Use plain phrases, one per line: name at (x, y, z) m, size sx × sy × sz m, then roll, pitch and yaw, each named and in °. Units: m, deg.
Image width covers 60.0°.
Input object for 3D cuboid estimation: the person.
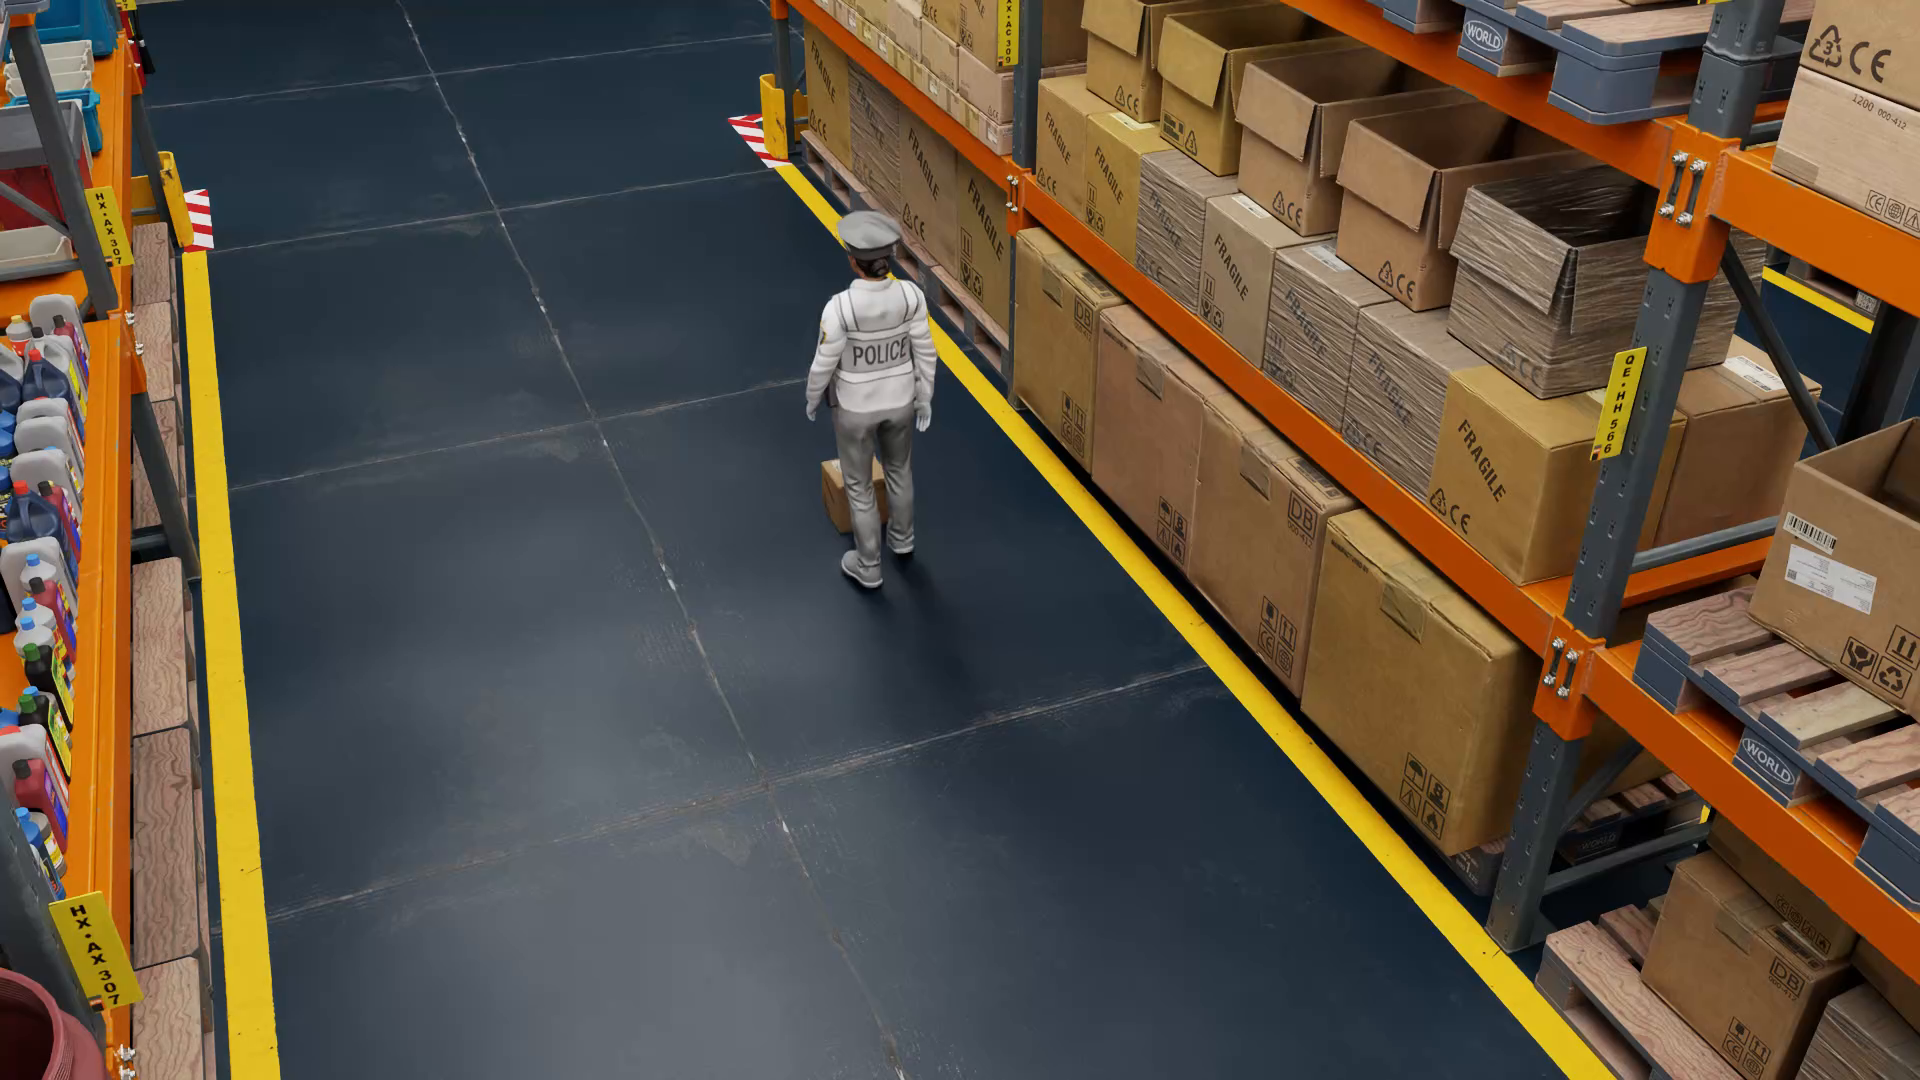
person at (-0.398, -0.573, 6.999) m, size 0.526 × 1.716 × 0.457 m, roll -15°, pitch 37°, yaw -21°
